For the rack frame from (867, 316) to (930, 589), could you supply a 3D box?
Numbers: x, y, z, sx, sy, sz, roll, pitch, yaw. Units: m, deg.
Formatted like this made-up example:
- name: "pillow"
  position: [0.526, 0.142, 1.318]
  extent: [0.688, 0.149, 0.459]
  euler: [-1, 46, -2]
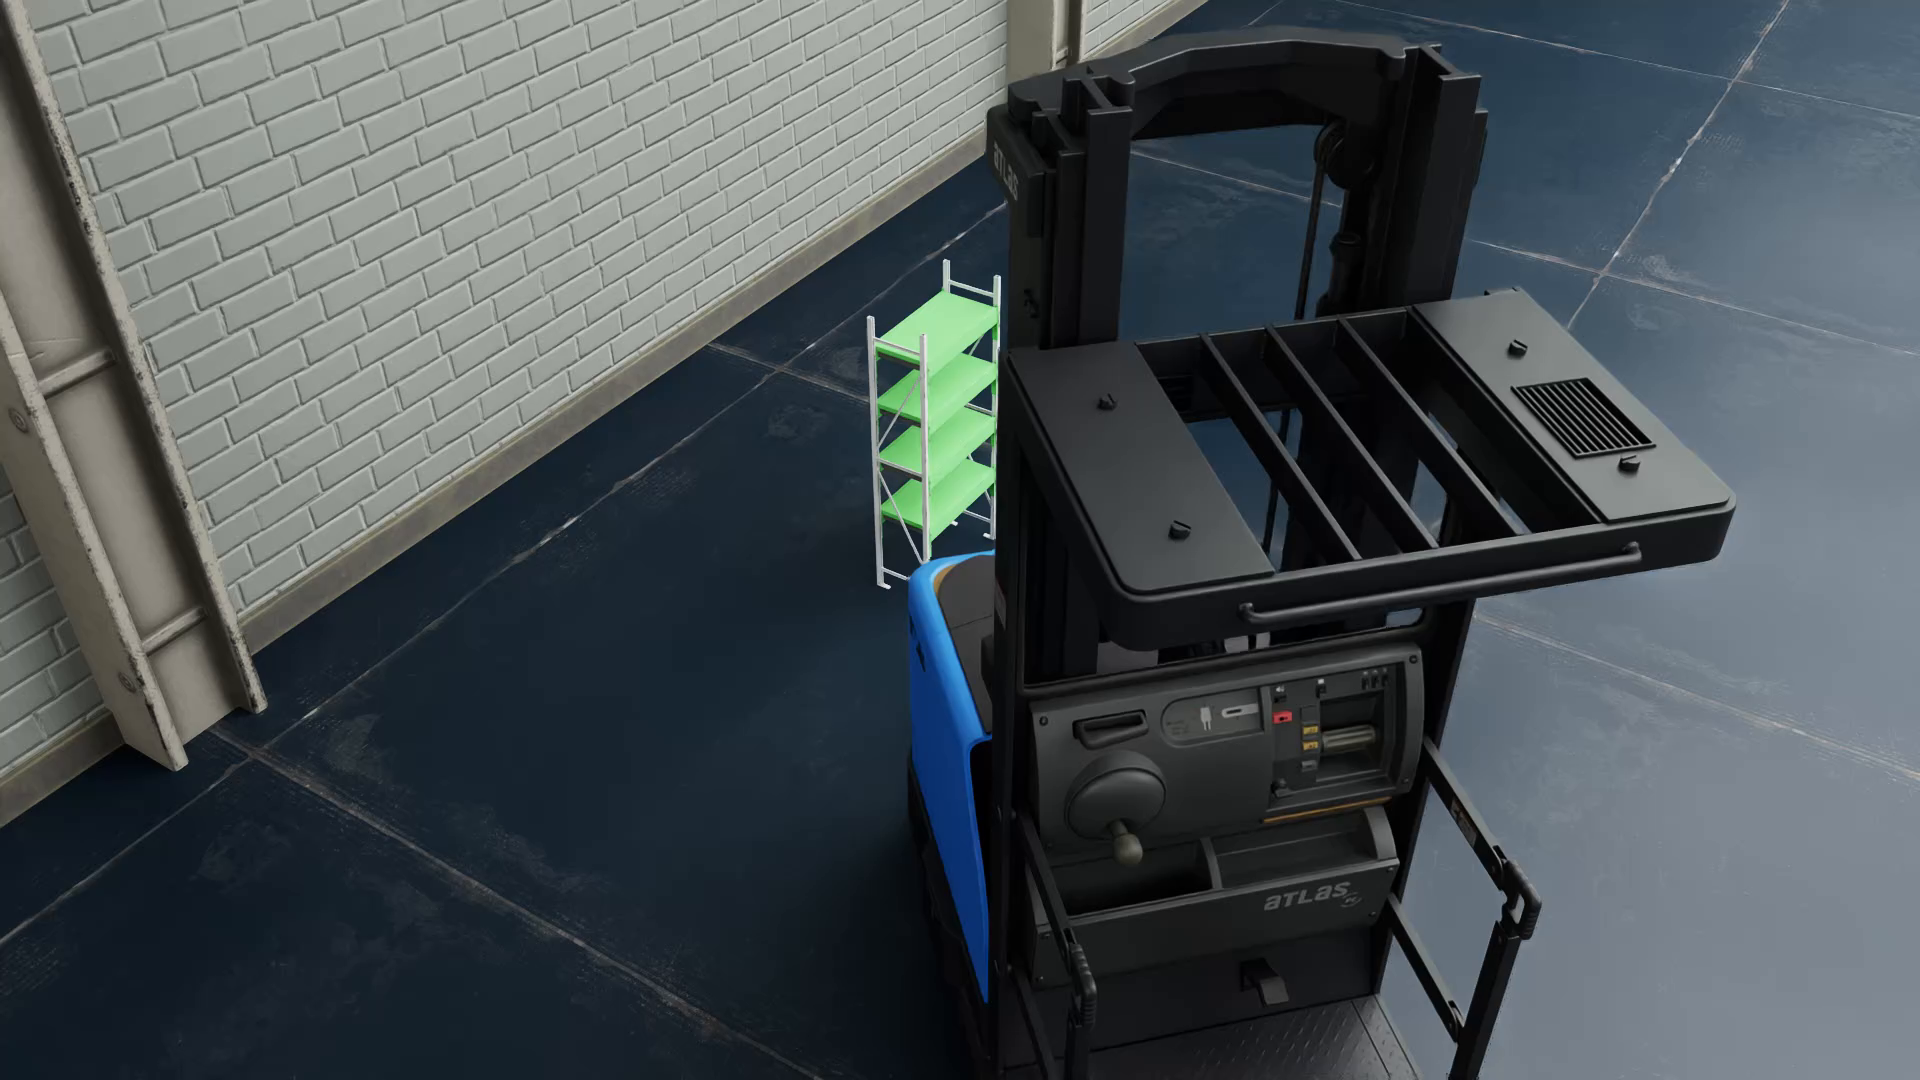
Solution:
- name: "rack frame"
  position: [-0.219, -0.264, 6.110]
  extent: [0.240, 1.200, 0.015]
  euler: [21, 42, 25]

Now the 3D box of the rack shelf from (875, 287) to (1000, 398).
- name: "rack shelf"
  position: [-0.089, -0.719, 6.019]
  extent: [0.258, 0.148, 0.480]
  euler: [21, 42, 25]

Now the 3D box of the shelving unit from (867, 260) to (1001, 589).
- name: "shelving unit"
  position: [-0.089, -0.390, 6.273]
  extent: [0.258, 1.200, 0.503]
  euler: [21, 42, 25]

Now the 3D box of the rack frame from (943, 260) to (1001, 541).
- name: "rack frame"
  position: [0.042, -0.516, 6.436]
  extent: [0.240, 1.200, 0.015]
  euler: [21, 42, 25]

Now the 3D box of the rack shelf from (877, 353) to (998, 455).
- name: "rack shelf"
  position: [-0.089, -0.529, 6.165]
  extent: [0.258, 0.148, 0.480]
  euler: [21, 42, 25]

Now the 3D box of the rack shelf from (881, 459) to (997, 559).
- name: "rack shelf"
  position: [-0.089, -0.149, 6.459]
  extent: [0.258, 0.148, 0.480]
  euler: [21, 42, 25]

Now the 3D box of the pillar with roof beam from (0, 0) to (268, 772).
- name: "pillar with roof beam"
  position: [0.915, -1.510, 1.338]
  extent: [9.100, 9.000, 0.400]
  euler: [21, 42, 25]

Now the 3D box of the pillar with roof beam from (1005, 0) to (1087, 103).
- name: "pillar with roof beam"
  position: [4.130, -4.603, 5.351]
  extent: [9.100, 9.000, 0.400]
  euler: [21, 42, 25]

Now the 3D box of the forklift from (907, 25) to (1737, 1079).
- name: "forklift"
  position: [0.670, 0.560, 3.623]
  extent: [1.130, 2.935, 3.031]
  euler: [-8, 38, -11]

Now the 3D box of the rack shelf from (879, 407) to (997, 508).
- name: "rack shelf"
  position: [-0.089, -0.339, 6.312]
  extent: [0.258, 0.148, 0.480]
  euler: [21, 42, 25]
